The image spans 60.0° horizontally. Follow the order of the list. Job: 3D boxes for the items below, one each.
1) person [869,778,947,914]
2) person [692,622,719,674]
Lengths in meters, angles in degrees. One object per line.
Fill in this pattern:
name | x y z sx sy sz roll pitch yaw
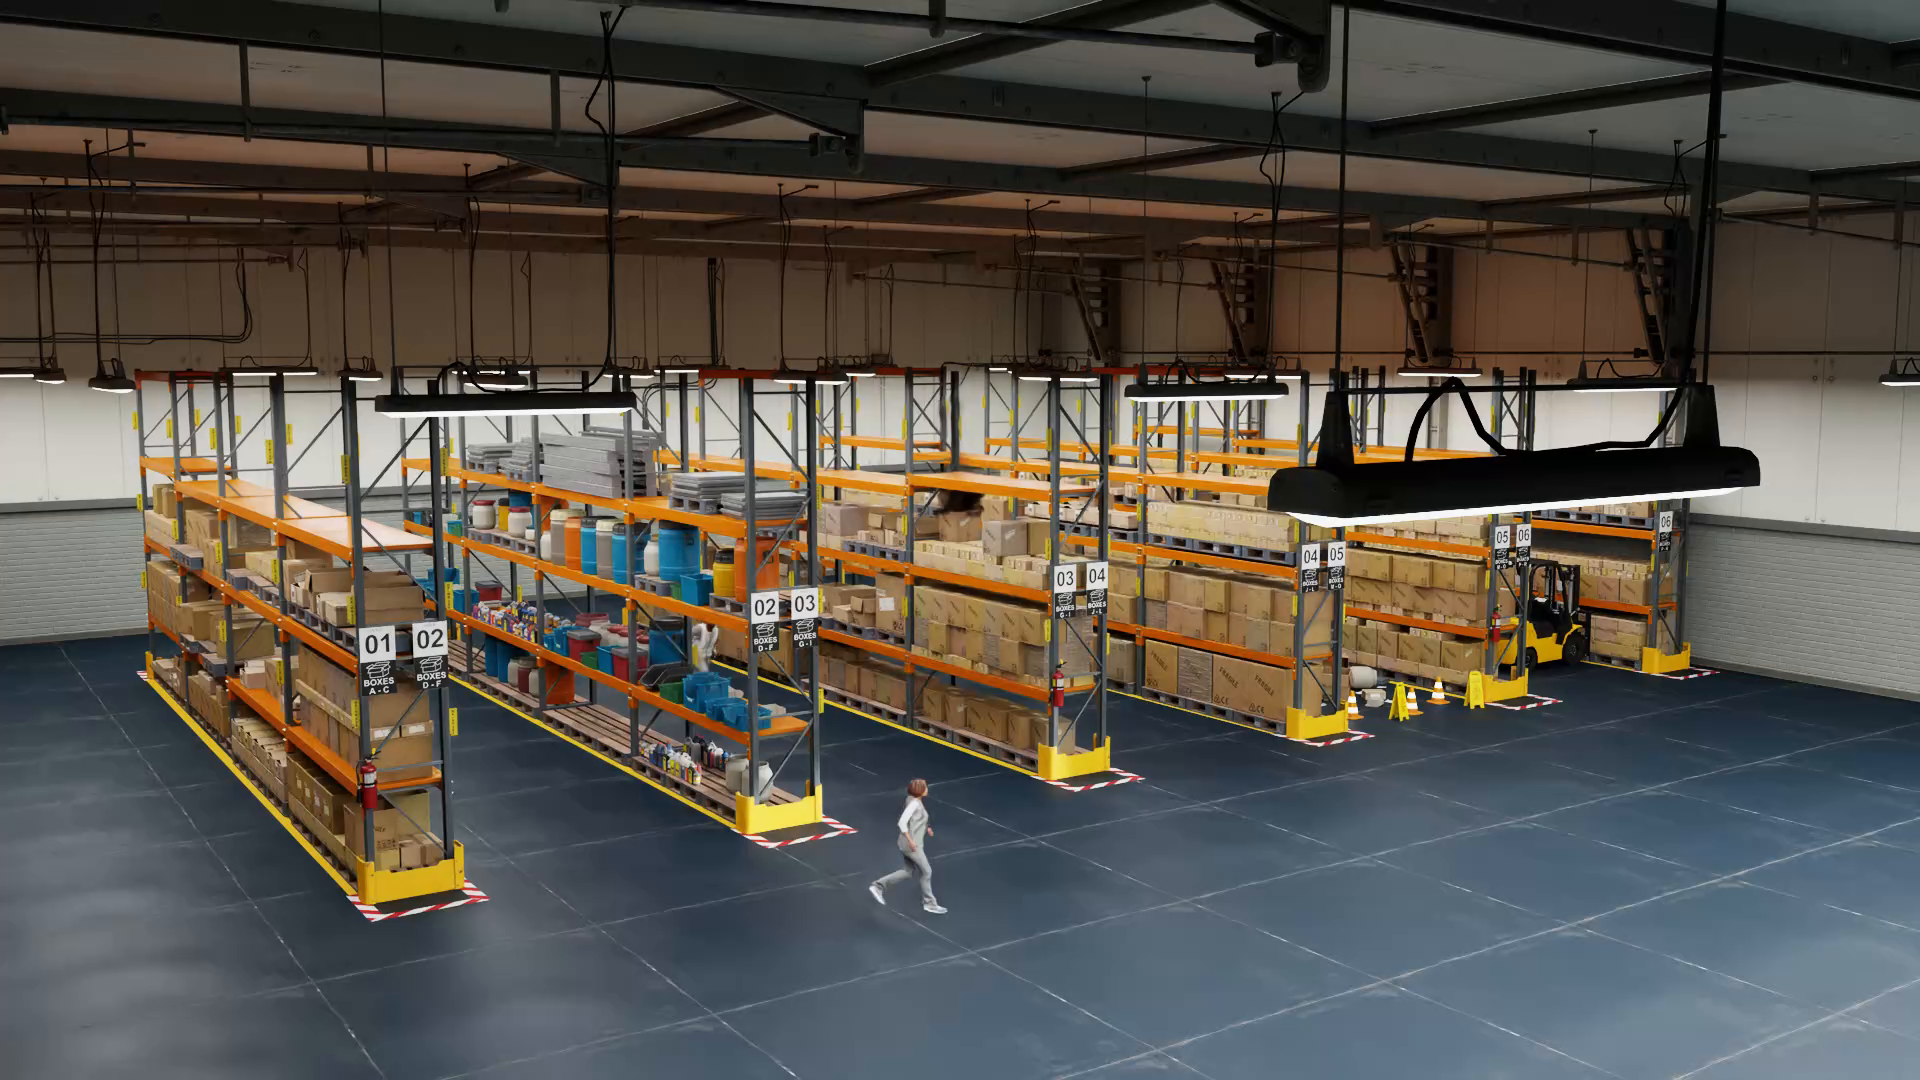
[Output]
person | -0.580 3.497 18.668 0.887 1.493 0.559 -1 7 -8
person | -4.724 2.113 30.067 0.695 1.727 1.021 -6 9 -44
